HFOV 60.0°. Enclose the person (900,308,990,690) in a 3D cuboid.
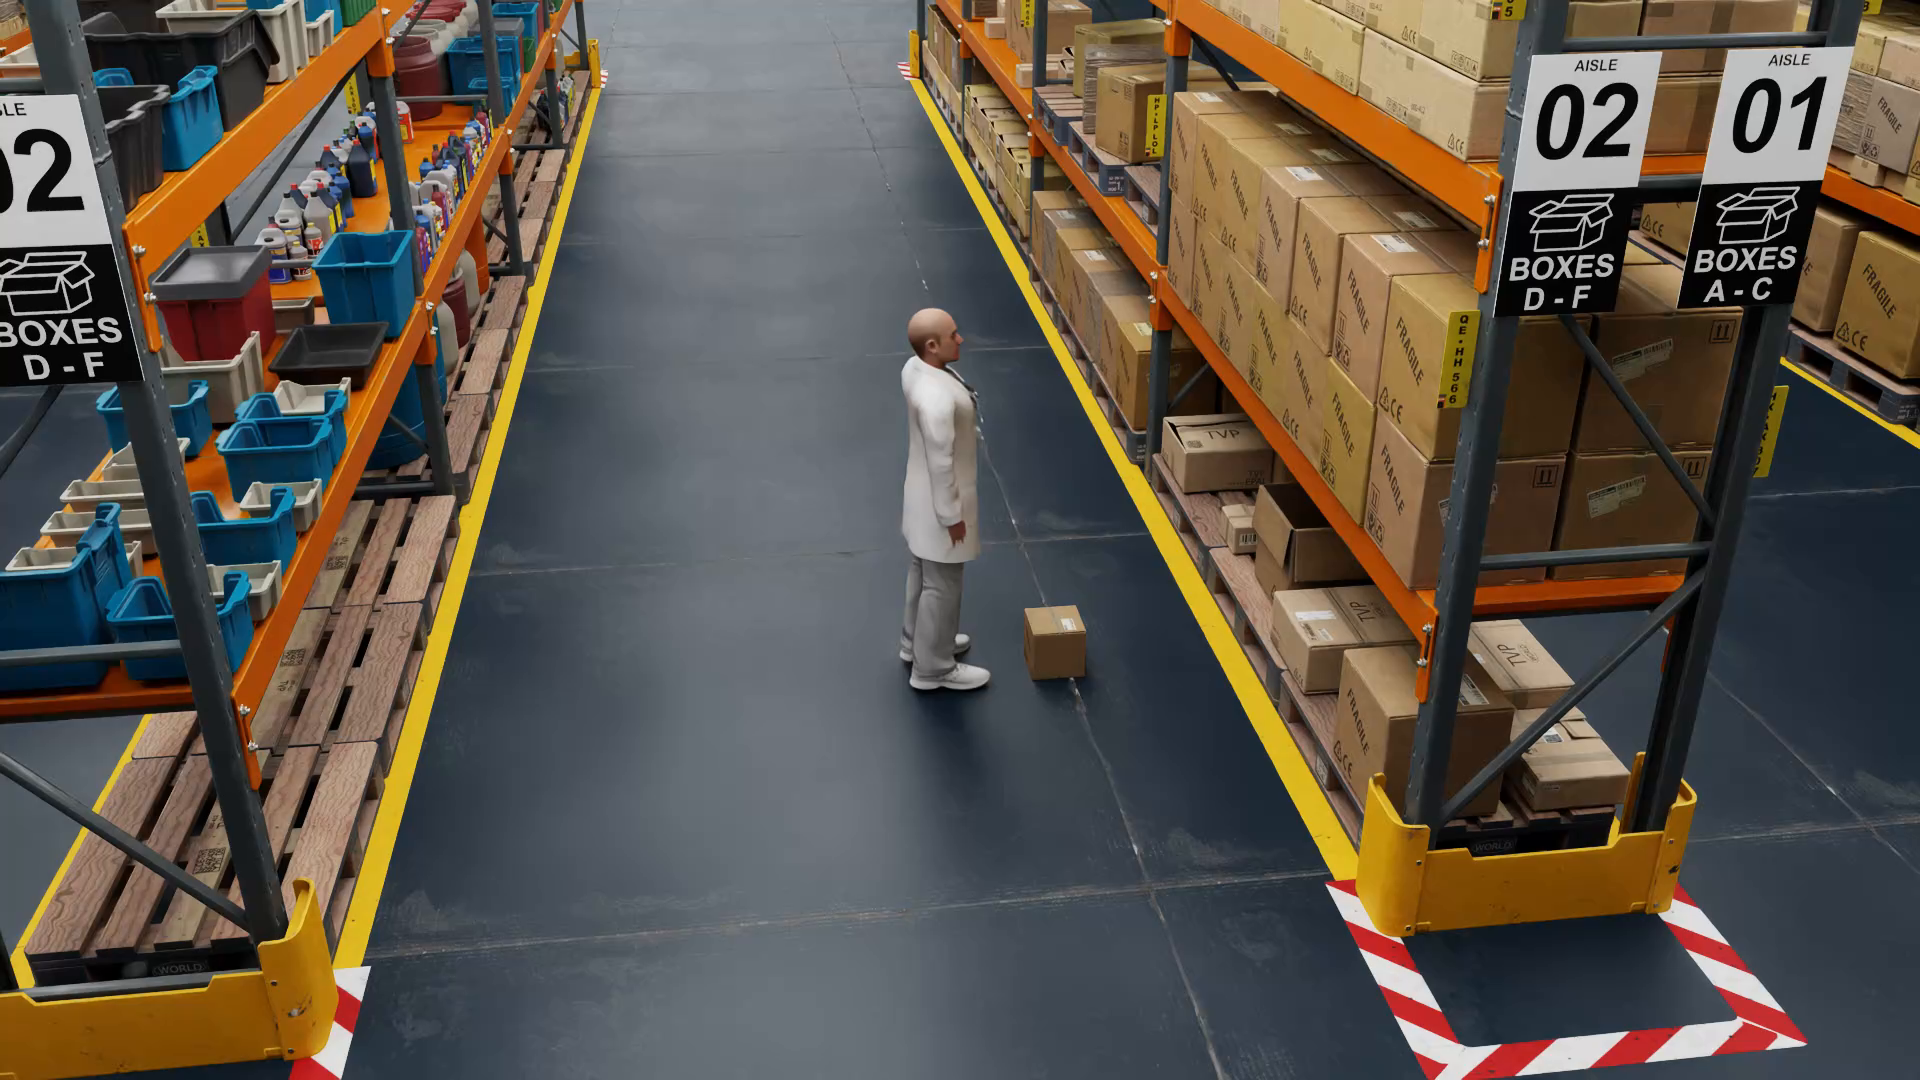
[{"bbox_3d":[-0.081,-0.184,7.455,0.377,1.790,0.585,-6,27,-12],"label":"person"}]
